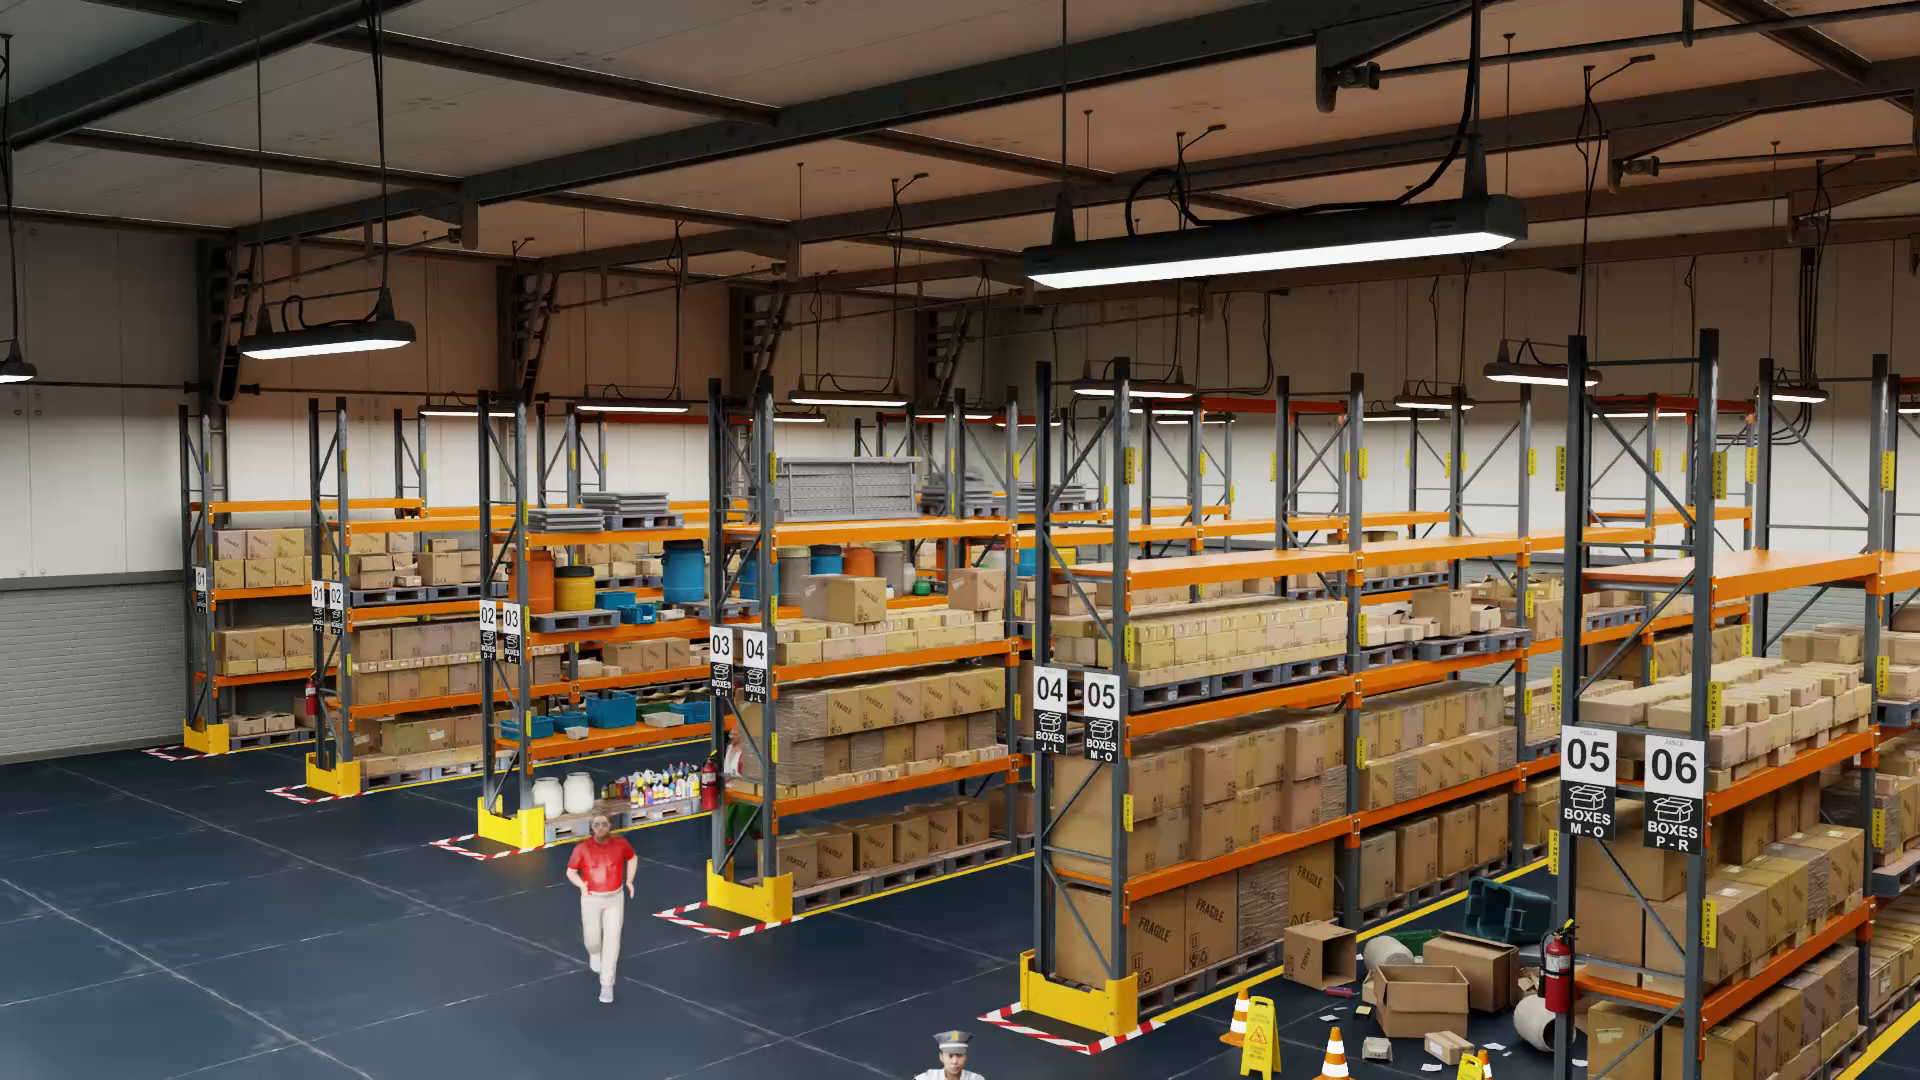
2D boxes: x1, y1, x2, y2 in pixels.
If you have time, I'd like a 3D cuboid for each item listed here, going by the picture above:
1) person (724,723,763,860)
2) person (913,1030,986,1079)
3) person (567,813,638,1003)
[{"bbox_3d":[-2.746,3.168,20.707,0.649,1.804,0.857,2,4,33],"label":"person"},{"bbox_3d":[-0.061,3.793,10.061,0.587,1.695,0.664,0,3,-9],"label":"person"},{"bbox_3d":[-3.421,3.466,15.949,0.672,1.715,0.919,-1,3,-13],"label":"person"}]
